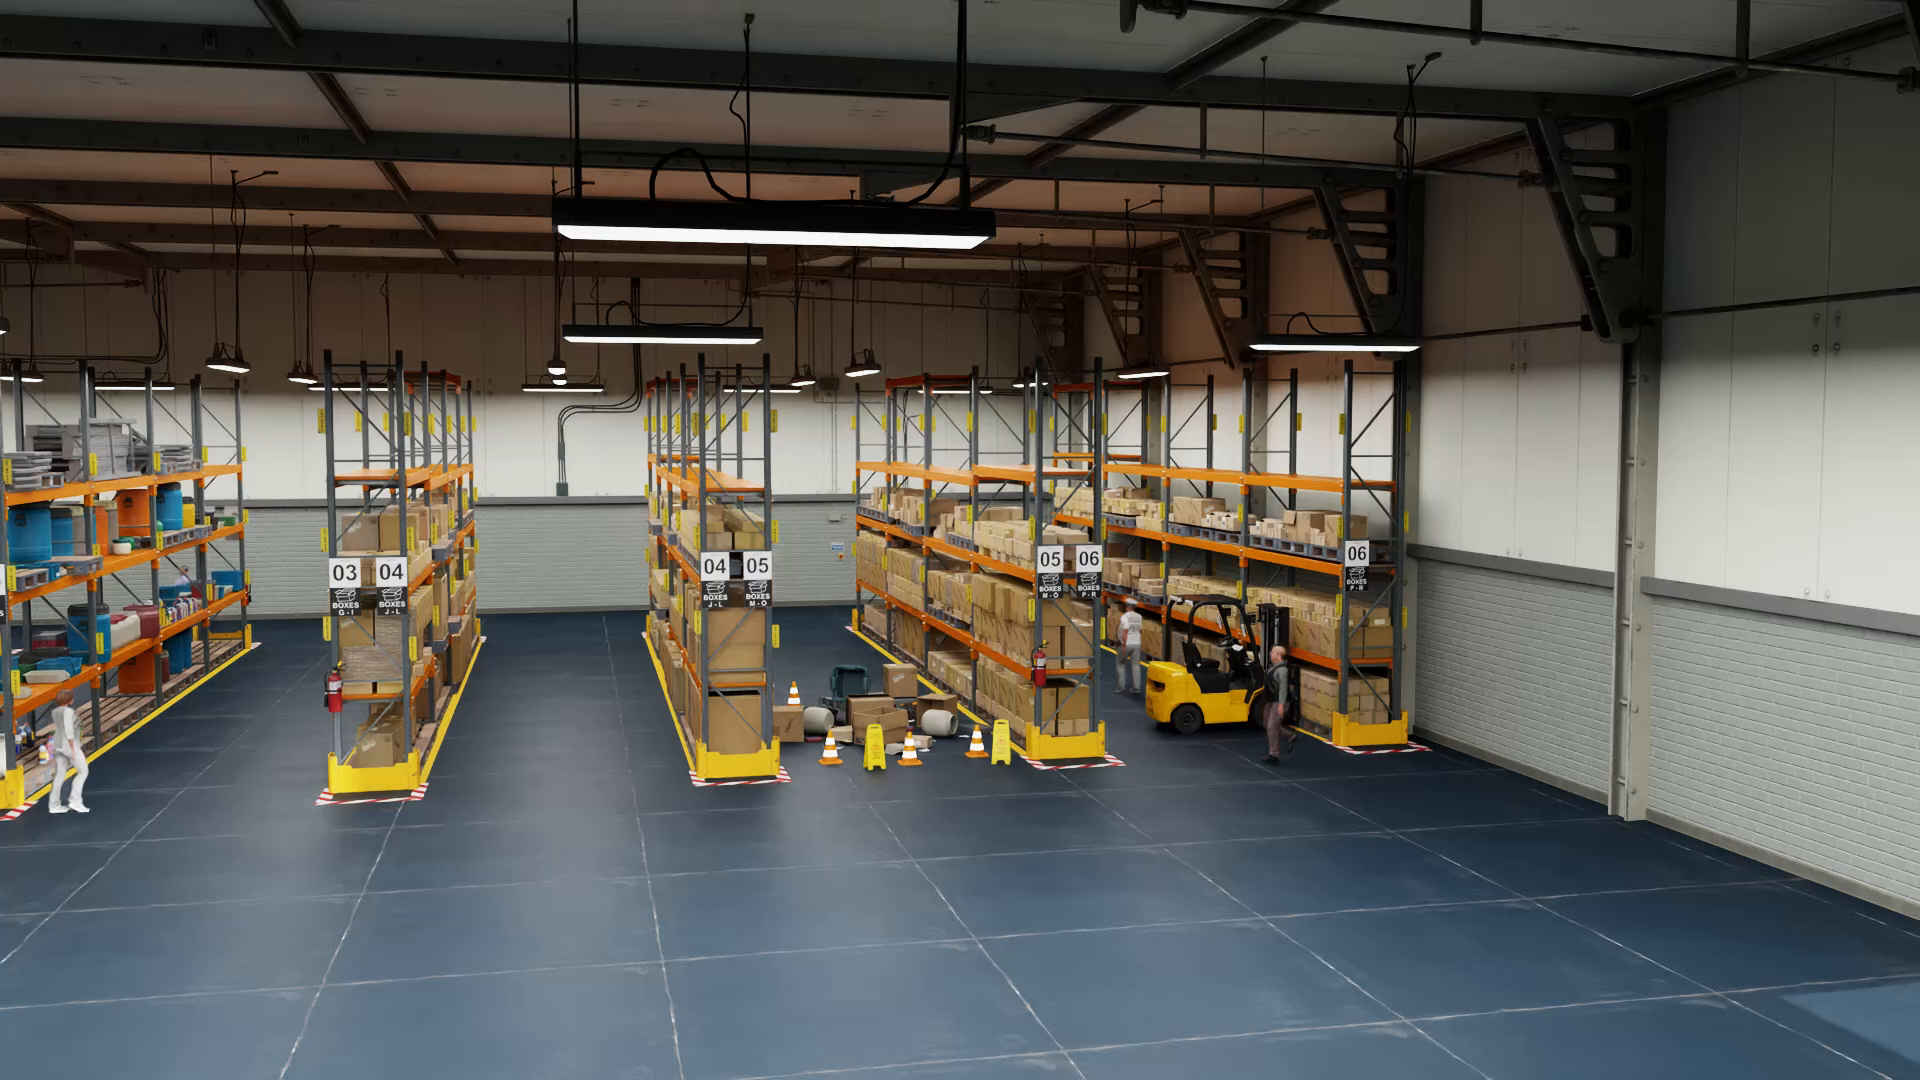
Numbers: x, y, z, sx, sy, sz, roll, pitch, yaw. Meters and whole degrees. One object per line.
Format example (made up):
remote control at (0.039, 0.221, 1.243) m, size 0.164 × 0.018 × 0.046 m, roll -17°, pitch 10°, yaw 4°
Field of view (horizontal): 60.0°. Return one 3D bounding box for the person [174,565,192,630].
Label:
person at (-18.589, 1.450, 39.671) m, size 0.498 × 1.705 × 0.435 m, roll 3°, pitch 5°, yaw 37°

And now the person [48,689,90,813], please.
person at (-11.530, 2.727, 21.383) m, size 0.495 × 1.603 × 0.496 m, roll 2°, pitch 4°, yaw 25°

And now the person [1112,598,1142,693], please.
person at (3.190, 1.993, 30.970) m, size 0.547 × 1.825 × 0.609 m, roll -2°, pitch 4°, yaw -23°

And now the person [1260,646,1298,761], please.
person at (4.767, 2.420, 24.686) m, size 0.709 × 1.704 × 0.529 m, roll -1°, pitch 4°, yaw -17°
